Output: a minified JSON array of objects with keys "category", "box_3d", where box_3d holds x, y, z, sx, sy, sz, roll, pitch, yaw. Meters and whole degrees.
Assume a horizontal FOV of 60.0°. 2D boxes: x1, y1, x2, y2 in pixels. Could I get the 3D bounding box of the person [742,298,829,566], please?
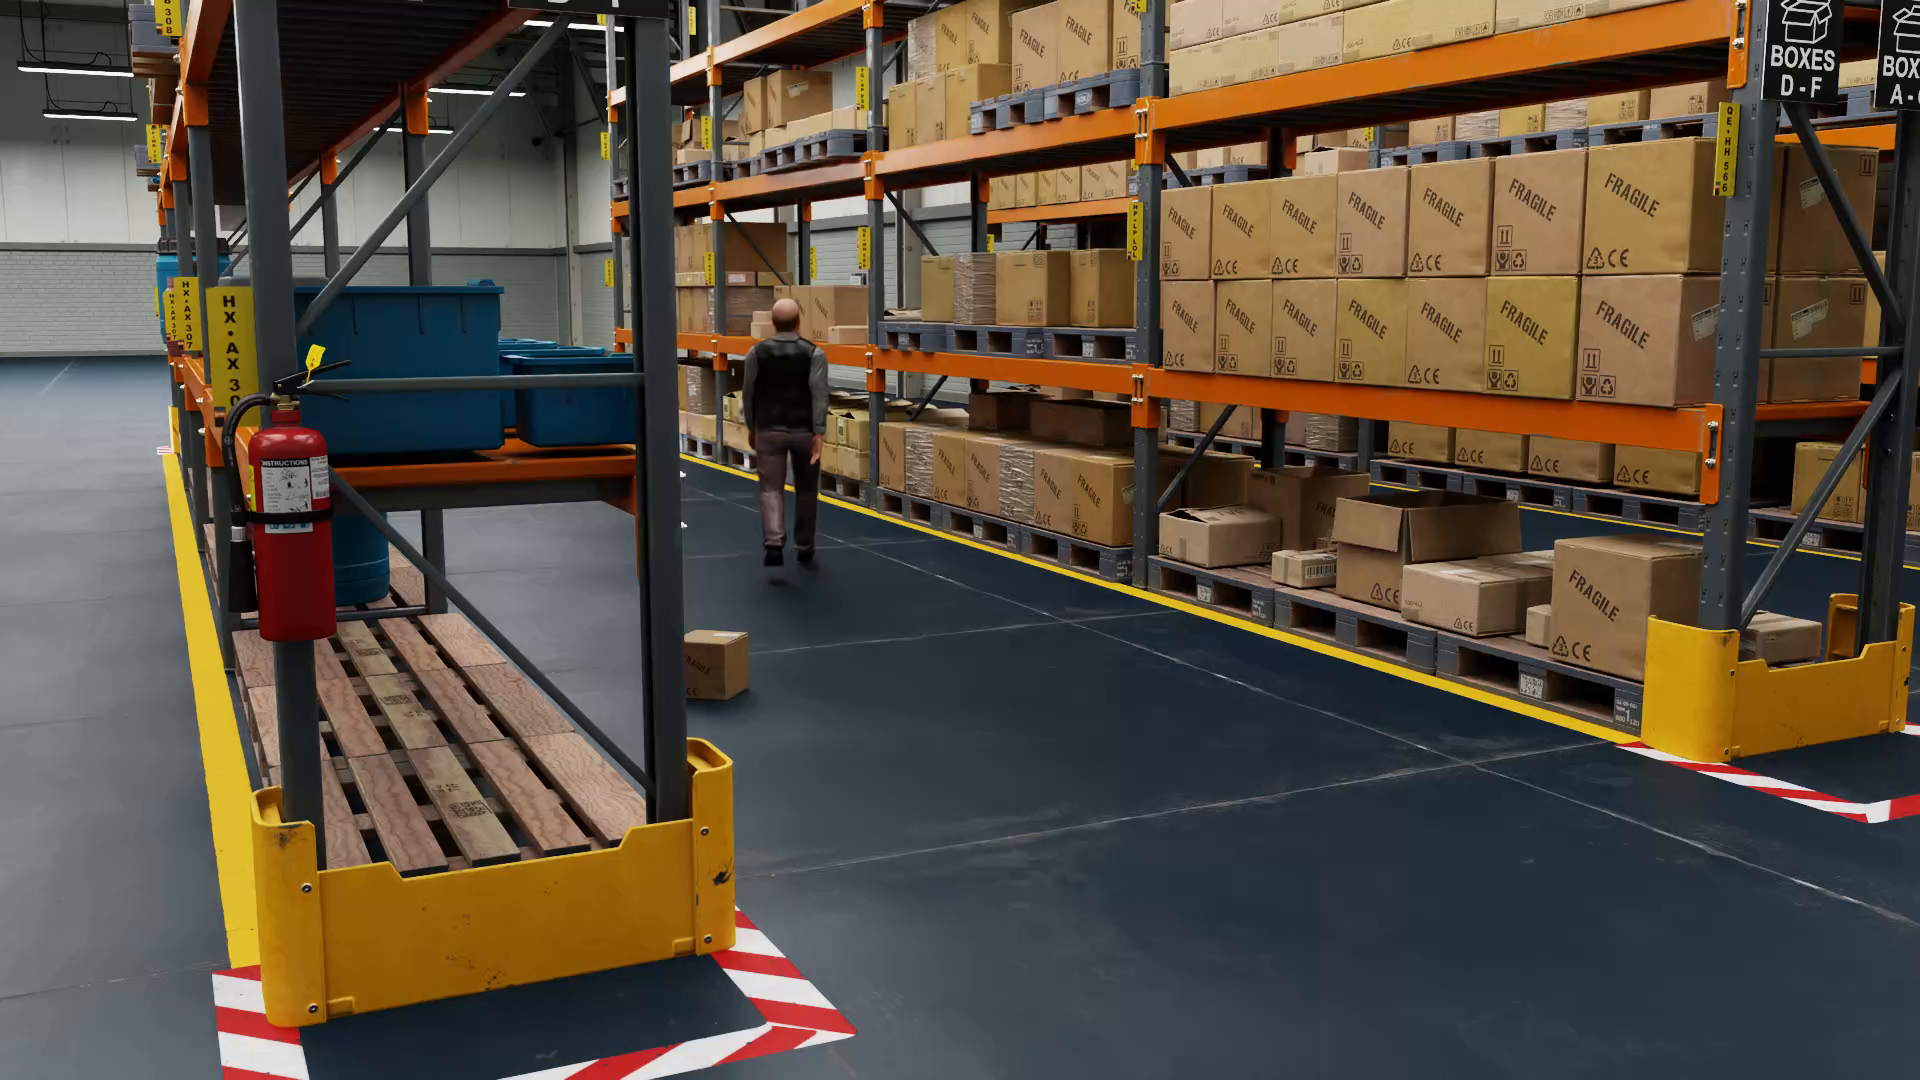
[{"category":"person","box_3d":[-1.087,-0.660,10.384,0.536,1.682,0.988,-1,8,-5]}]
